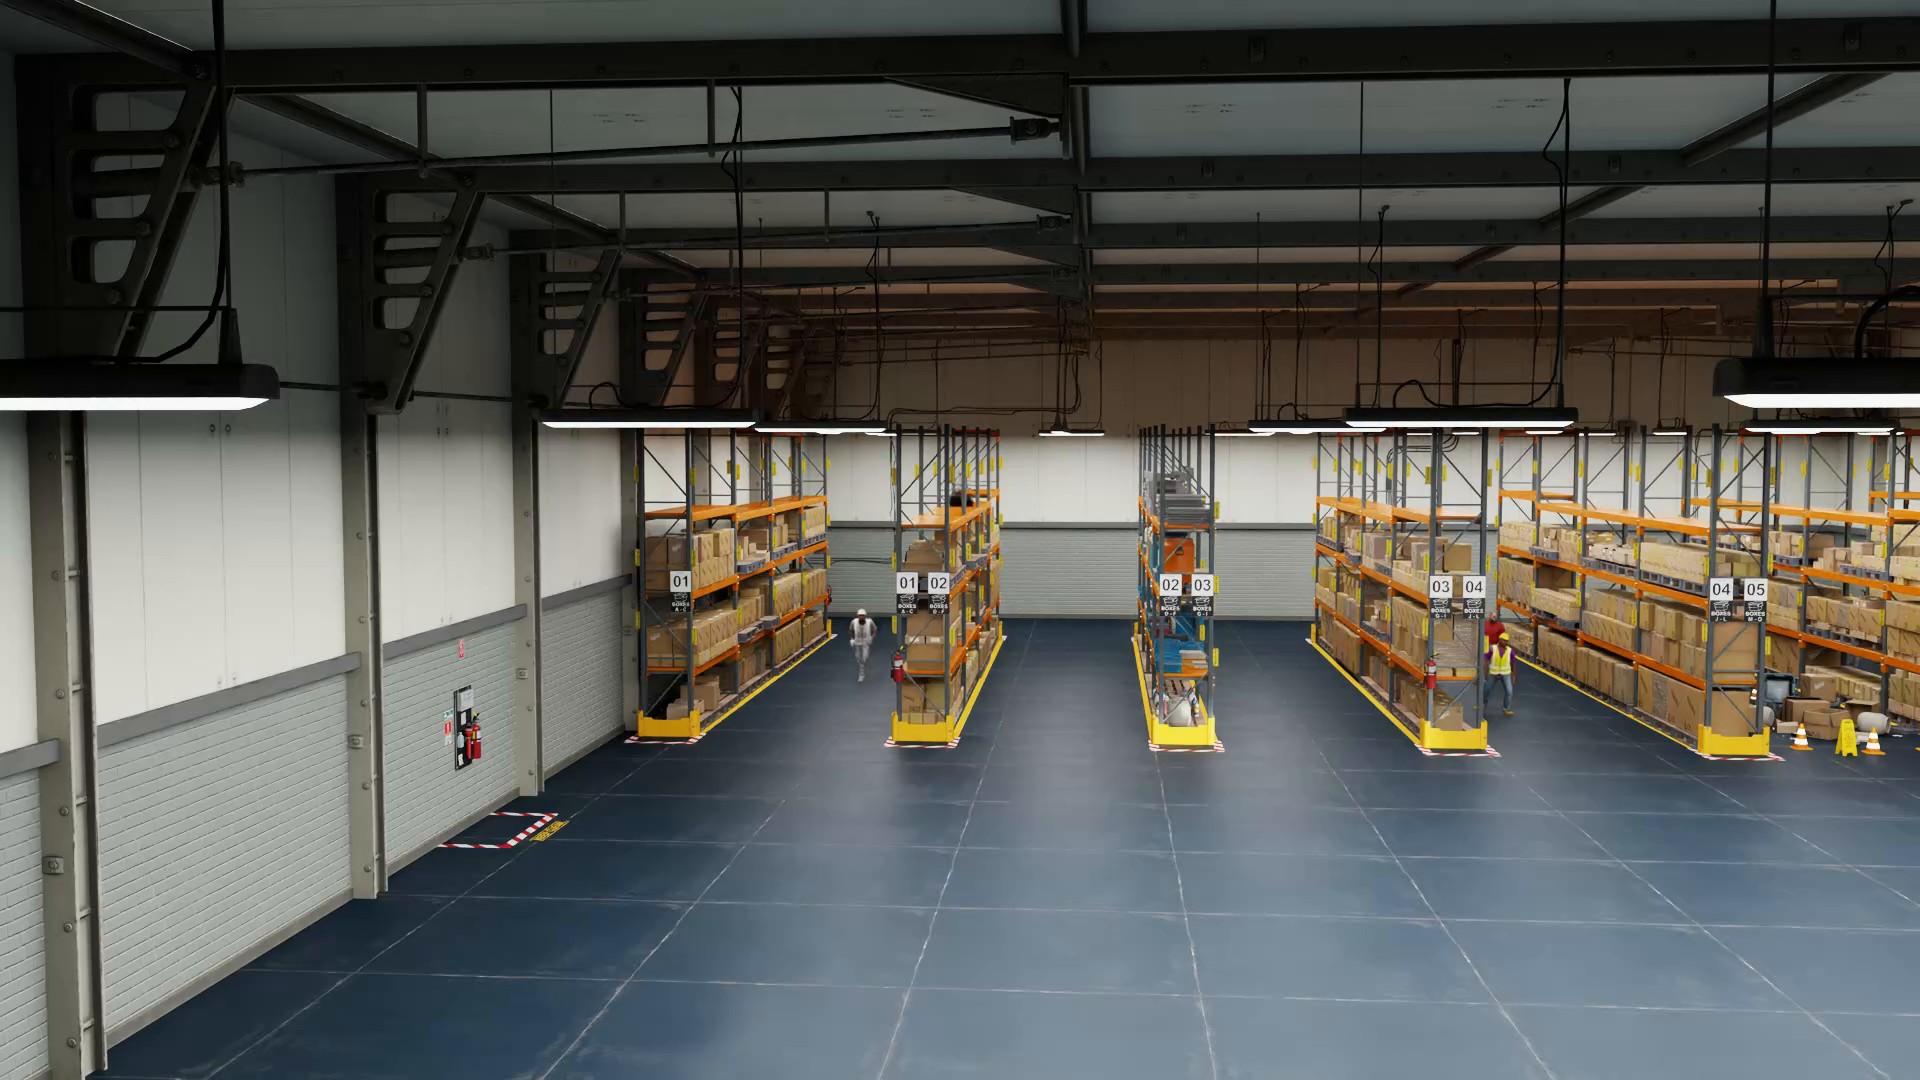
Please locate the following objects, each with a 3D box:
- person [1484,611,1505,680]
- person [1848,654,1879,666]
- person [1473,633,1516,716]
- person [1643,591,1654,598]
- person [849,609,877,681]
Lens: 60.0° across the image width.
[{"bbox_3d":[12.340,2.504,38.671,0.618,1.711,0.732,2,4,24],"label":"person"},{"bbox_3d":[22.640,2.309,41.628,0.654,1.749,0.905,-1,4,-12],"label":"person"},{"bbox_3d":[11.127,2.772,34.611,0.853,1.712,0.730,1,4,19],"label":"person"},{"bbox_3d":[19.966,1.952,48.222,0.907,1.630,0.579,-1,4,-11],"label":"person"},{"bbox_3d":[-2.293,2.476,39.395,0.662,1.711,0.738,0,3,1],"label":"person"}]
